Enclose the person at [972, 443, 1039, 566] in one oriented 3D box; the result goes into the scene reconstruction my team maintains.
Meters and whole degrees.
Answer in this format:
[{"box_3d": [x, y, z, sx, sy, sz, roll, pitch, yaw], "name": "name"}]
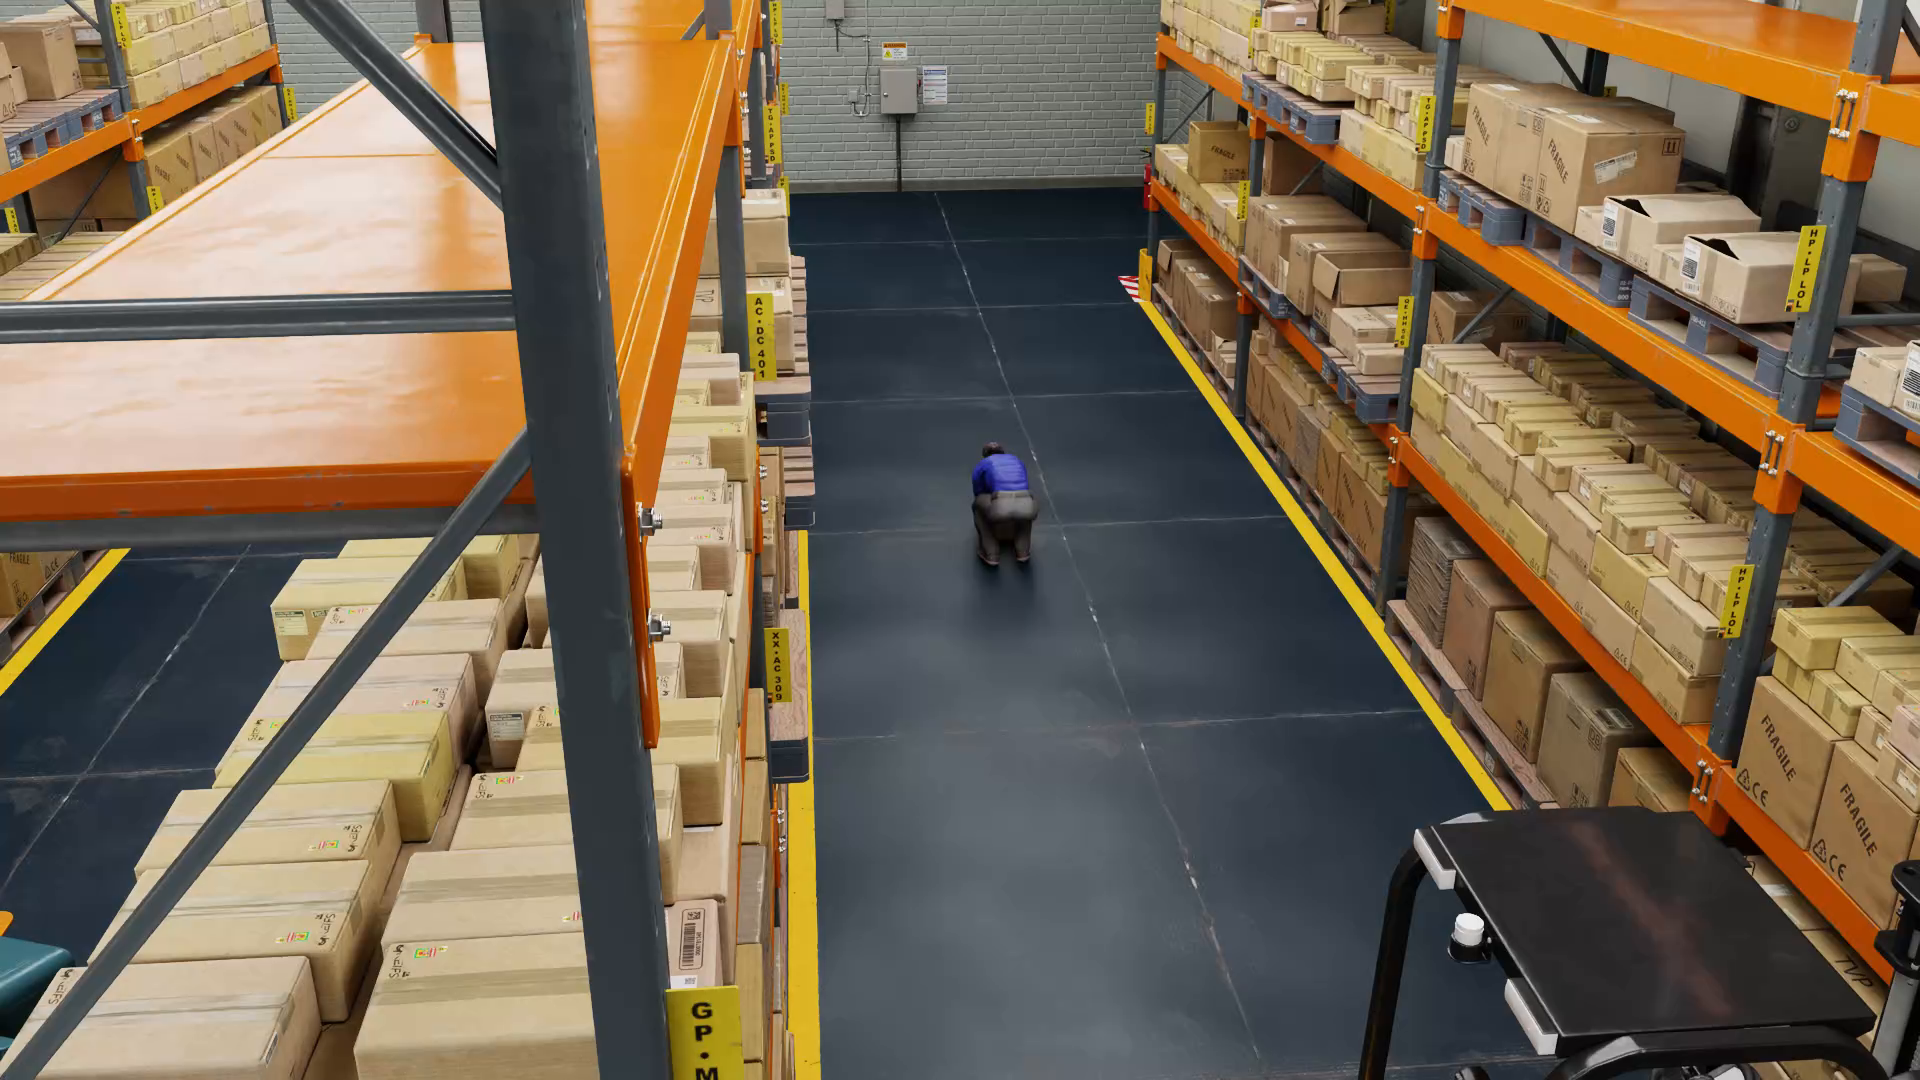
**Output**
[{"box_3d": [0.317, -0.252, 12.042, 0.449, 0.751, 0.851, -3, 24, -6], "name": "person"}]
